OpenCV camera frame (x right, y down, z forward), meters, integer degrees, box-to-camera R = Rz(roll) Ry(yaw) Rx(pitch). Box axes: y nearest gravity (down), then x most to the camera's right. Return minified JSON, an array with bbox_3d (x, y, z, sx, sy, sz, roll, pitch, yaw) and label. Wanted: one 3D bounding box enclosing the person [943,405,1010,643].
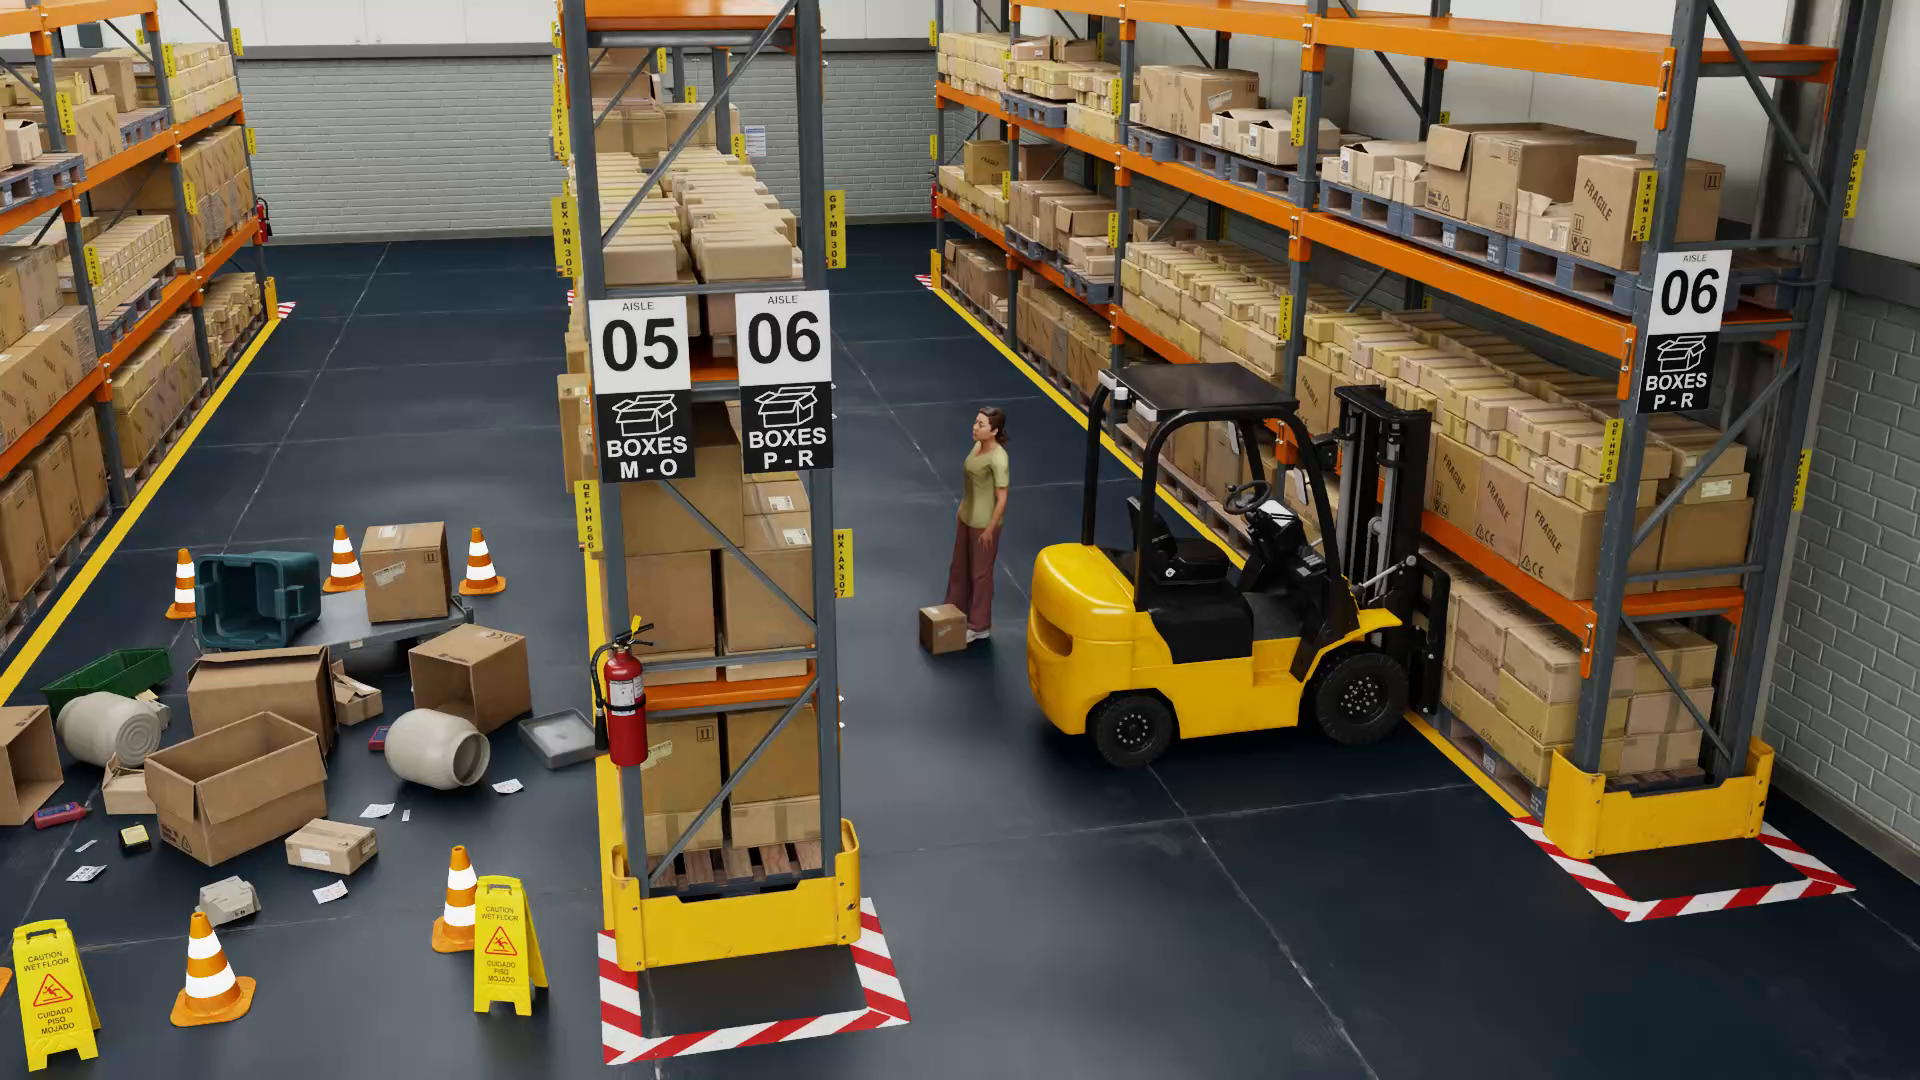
[{"bbox_3d":[0.071,-0.103,11.335,0.549,1.674,0.551,-7,21,-20],"label":"person"}]
